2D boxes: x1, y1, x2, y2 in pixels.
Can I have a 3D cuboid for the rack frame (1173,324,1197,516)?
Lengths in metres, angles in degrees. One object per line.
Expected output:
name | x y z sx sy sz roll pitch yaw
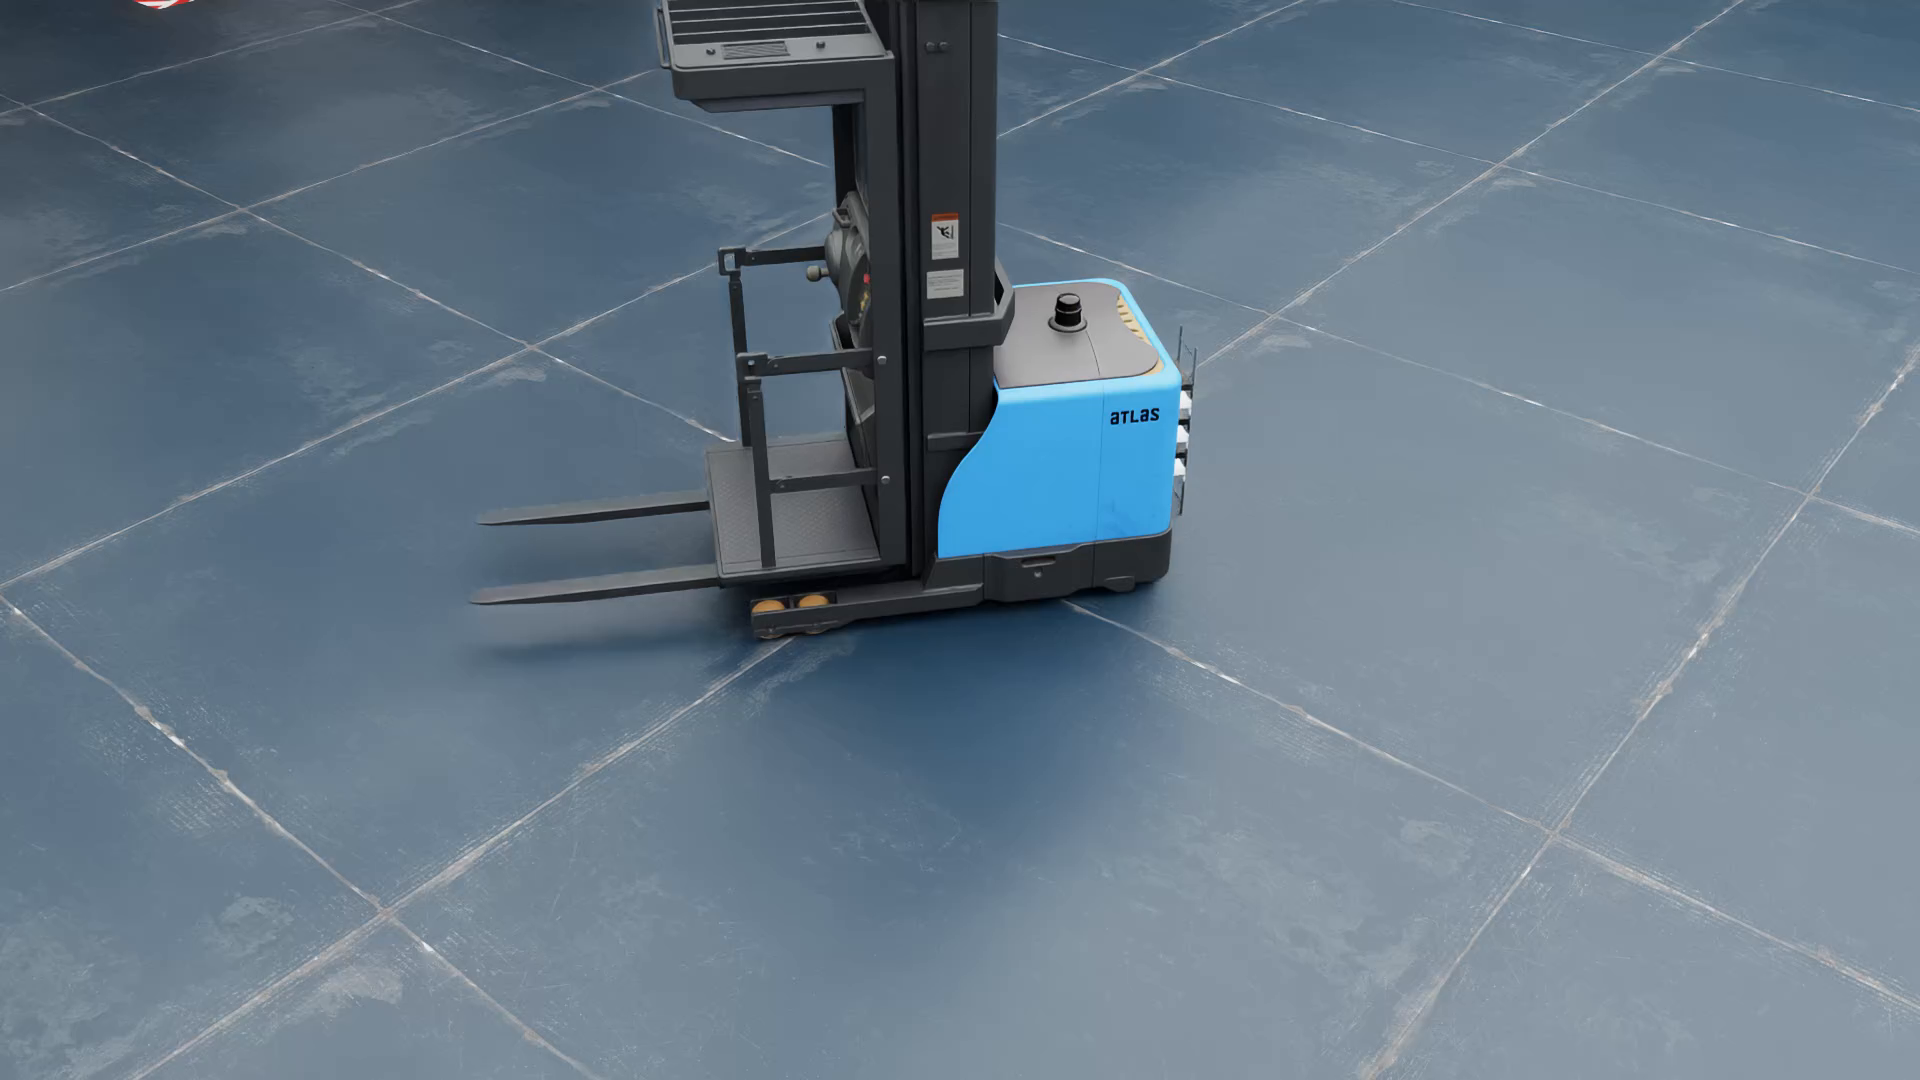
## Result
rack frame | 1.031 -0.550 7.756 0.006 0.900 0.240 -6 35 -9

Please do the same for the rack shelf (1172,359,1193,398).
rack shelf | 0.931 -0.734 7.606 0.200 0.077 0.258 -6 35 -9

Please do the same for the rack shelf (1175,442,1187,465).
rack shelf | 0.931 -0.437 7.810 0.200 0.077 0.258 -6 35 -9

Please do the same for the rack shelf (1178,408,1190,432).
rack shelf | 0.931 -0.586 7.708 0.200 0.077 0.258 -6 35 -9

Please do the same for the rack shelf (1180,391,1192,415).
rack shelf | 0.931 -0.660 7.657 0.200 0.077 0.258 -6 35 -9

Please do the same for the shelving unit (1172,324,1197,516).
shelving unit | 0.931 -0.539 7.740 0.210 0.900 0.258 -6 35 -9

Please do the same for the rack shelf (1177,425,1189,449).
rack shelf | 0.931 -0.511 7.759 0.200 0.077 0.258 -6 35 -9

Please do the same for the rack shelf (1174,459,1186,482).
rack shelf | 0.931 -0.363 7.861 0.200 0.077 0.258 -6 35 -9

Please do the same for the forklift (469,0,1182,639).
forklift | -0.634 -1.110 6.777 3.031 2.935 1.130 -6 35 -9
